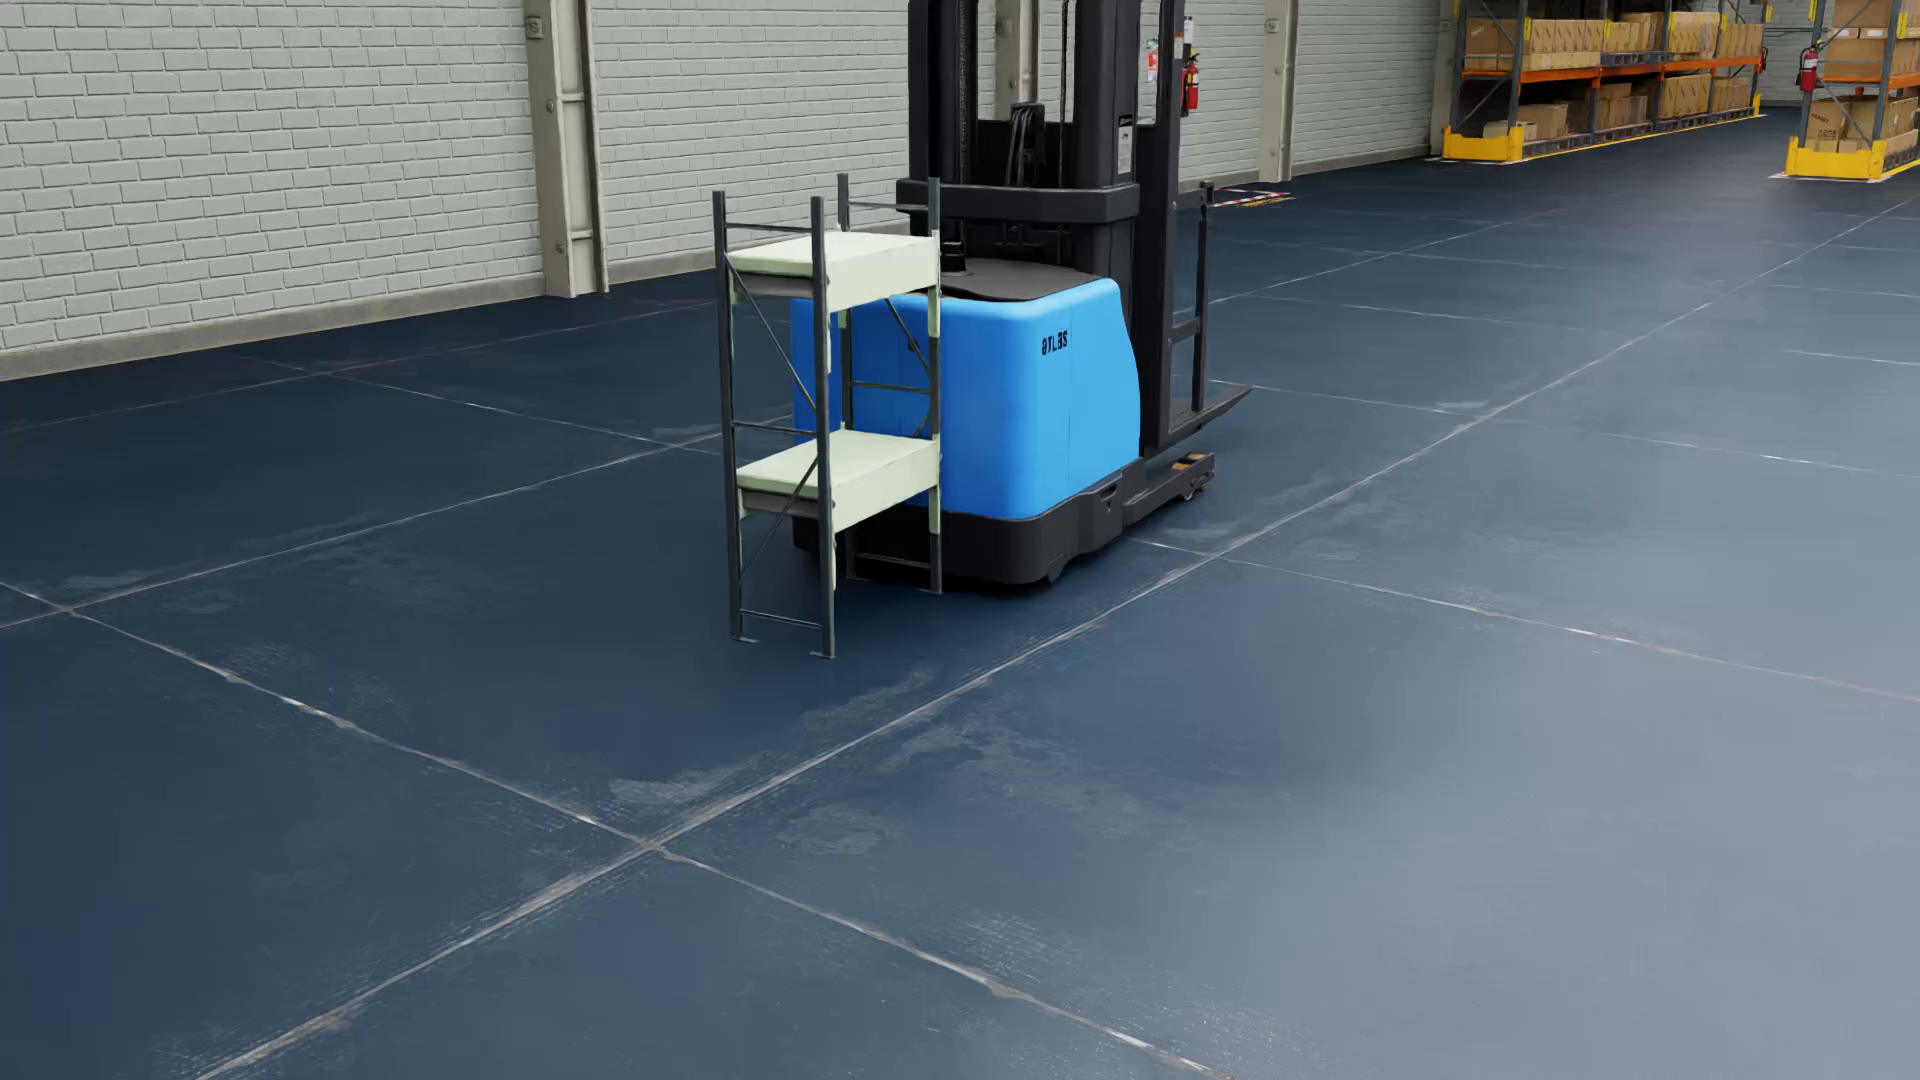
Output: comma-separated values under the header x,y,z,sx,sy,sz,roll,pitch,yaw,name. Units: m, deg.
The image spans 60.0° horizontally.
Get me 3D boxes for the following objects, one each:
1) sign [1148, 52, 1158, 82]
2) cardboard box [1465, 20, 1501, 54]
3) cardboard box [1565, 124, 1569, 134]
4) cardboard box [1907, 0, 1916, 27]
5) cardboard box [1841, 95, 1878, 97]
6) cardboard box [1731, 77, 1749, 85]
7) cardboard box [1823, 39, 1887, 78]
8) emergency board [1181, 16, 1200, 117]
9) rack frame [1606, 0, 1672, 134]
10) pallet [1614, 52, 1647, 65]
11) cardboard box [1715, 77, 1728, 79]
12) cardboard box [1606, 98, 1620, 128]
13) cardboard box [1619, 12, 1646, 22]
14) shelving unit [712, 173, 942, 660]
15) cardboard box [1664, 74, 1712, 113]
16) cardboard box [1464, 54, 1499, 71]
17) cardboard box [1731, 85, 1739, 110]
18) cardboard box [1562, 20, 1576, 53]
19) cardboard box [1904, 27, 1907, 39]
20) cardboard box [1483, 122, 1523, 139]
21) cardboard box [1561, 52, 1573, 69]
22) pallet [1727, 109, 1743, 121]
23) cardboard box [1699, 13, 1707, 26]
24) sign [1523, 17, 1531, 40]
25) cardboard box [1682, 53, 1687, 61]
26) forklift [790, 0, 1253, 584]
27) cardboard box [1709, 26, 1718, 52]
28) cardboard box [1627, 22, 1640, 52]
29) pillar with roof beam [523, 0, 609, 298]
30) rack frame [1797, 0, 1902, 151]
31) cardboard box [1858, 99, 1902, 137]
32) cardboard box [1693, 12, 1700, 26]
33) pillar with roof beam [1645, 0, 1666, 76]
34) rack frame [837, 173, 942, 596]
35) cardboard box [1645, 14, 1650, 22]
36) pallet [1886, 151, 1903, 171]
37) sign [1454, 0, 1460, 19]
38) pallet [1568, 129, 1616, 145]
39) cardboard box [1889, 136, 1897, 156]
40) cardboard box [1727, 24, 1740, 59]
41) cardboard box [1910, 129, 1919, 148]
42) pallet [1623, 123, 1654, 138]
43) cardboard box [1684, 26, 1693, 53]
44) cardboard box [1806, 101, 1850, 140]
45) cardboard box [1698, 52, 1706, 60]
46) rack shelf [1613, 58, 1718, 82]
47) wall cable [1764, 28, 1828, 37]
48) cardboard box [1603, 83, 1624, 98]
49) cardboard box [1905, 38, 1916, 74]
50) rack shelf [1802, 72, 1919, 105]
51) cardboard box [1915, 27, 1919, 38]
x,y,z,sx,sy,sz,roll,pitch,yaw,name
2.259,-5.531,19.437,0.001,0.329,0.234,12,21,35,sign
8.137,-7.765,25.645,0.500,0.500,0.500,12,21,34,cardboard box
10.116,-6.996,28.250,0.380,0.166,0.250,9,20,28,cardboard box
13.234,-7.599,23.800,0.700,0.500,0.500,12,21,35,cardboard box
13.571,-6.467,25.175,0.500,0.500,0.500,12,21,35,cardboard box
17.293,-10.199,36.942,0.380,0.149,0.250,12,21,34,cardboard box
12.296,-6.601,22.774,0.700,0.500,0.500,12,21,35,cardboard box
2.671,-5.628,19.808,0.194,1.169,0.643,12,21,35,emergency board
12.794,-9.224,31.390,1.000,3.000,0.127,12,21,35,rack frame
11.647,-8.654,29.877,1.003,0.211,1.213,12,21,35,pallet
16.836,-10.206,36.965,0.380,0.149,0.250,12,21,35,cardboard box
11.439,-7.713,29.995,0.700,0.500,0.500,13,21,35,cardboard box
12.855,-9.936,31.712,0.500,0.250,0.500,13,22,36,cardboard box
-0.422,-0.447,5.655,0.431,1.500,0.755,9,19,27,shelving unit
14.894,-9.173,34.142,0.750,0.750,0.750,13,21,35,cardboard box
8.150,-7.402,25.742,0.500,0.250,0.500,13,21,35,cardboard box
16.626,-9.713,36.471,0.700,0.500,0.500,12,21,33,cardboard box
9.466,-8.039,26.526,0.500,0.500,0.500,13,22,36,cardboard box
13.028,-7.104,23.298,0.380,0.149,0.250,12,21,33,cardboard box
8.511,-6.394,26.067,0.500,0.311,0.500,10,20,29,cardboard box
9.482,-7.683,26.647,0.500,0.250,0.500,13,21,35,cardboard box
16.419,-9.304,36.350,1.003,0.211,1.213,12,21,35,pallet
14.488,-10.337,33.003,0.500,0.250,0.500,13,21,36,cardboard box
8.463,-7.637,24.817,0.100,0.325,0.005,12,21,35,sign
14.081,-9.519,32.728,0.380,0.149,0.250,13,21,35,cardboard box
0.492,-1.629,7.046,1.130,2.935,3.031,9,19,27,forklift
15.104,-10.222,33.899,0.500,0.500,0.500,12,21,34,cardboard box
11.797,-9.068,29.976,0.700,0.500,0.500,12,21,35,cardboard box
0.482,-5.456,9.138,9.100,9.000,0.400,12,21,35,pillar with roof beam
12.007,-6.444,22.438,1.000,3.000,0.127,12,21,35,rack frame
13.090,-6.019,23.733,0.500,0.500,0.500,12,21,35,cardboard box
14.185,-10.215,32.612,0.500,0.250,0.500,12,21,34,cardboard box
18.357,-12.601,32.148,9.100,9.000,0.400,12,21,35,pillar with roof beam
-0.249,-0.543,5.963,0.400,1.500,0.023,9,19,27,rack frame
12.612,-9.705,30.932,0.380,0.149,0.250,9,20,28,cardboard box
13.157,-5.592,24.394,1.003,0.211,1.213,12,21,35,pallet
7.593,-8.126,25.367,0.100,0.325,0.005,12,21,35,sign
10.873,-7.126,29.334,1.003,0.211,1.213,12,21,35,pallet
13.099,-5.659,23.837,0.500,0.250,0.500,12,21,35,cardboard box
15.953,-10.620,35.377,0.980,0.700,0.700,12,21,33,cardboard box
14.290,-6.136,25.372,0.500,0.250,0.500,12,21,35,cardboard box
12.327,-7.707,31.205,1.003,0.211,1.213,12,21,35,pallet
13.905,-9.735,32.331,0.500,0.500,0.500,12,21,34,cardboard box
12.088,-5.870,23.253,0.500,0.500,0.500,12,21,35,cardboard box
14.771,-9.745,33.456,0.380,0.149,0.250,12,21,35,cardboard box
13.985,-9.357,33.031,1.077,0.370,4.000,12,21,35,rack shelf
21.217,-13.796,41.231,3.097,2.526,0.112,12,21,35,wall cable
11.714,-8.170,30.204,0.500,0.250,0.500,12,21,34,cardboard box
13.520,-7.093,24.357,0.700,0.500,0.500,13,21,35,cardboard box
13.199,-6.577,24.079,1.077,0.370,4.000,12,21,35,rack shelf
13.643,-7.350,24.092,0.380,0.149,0.250,13,22,36,cardboard box
